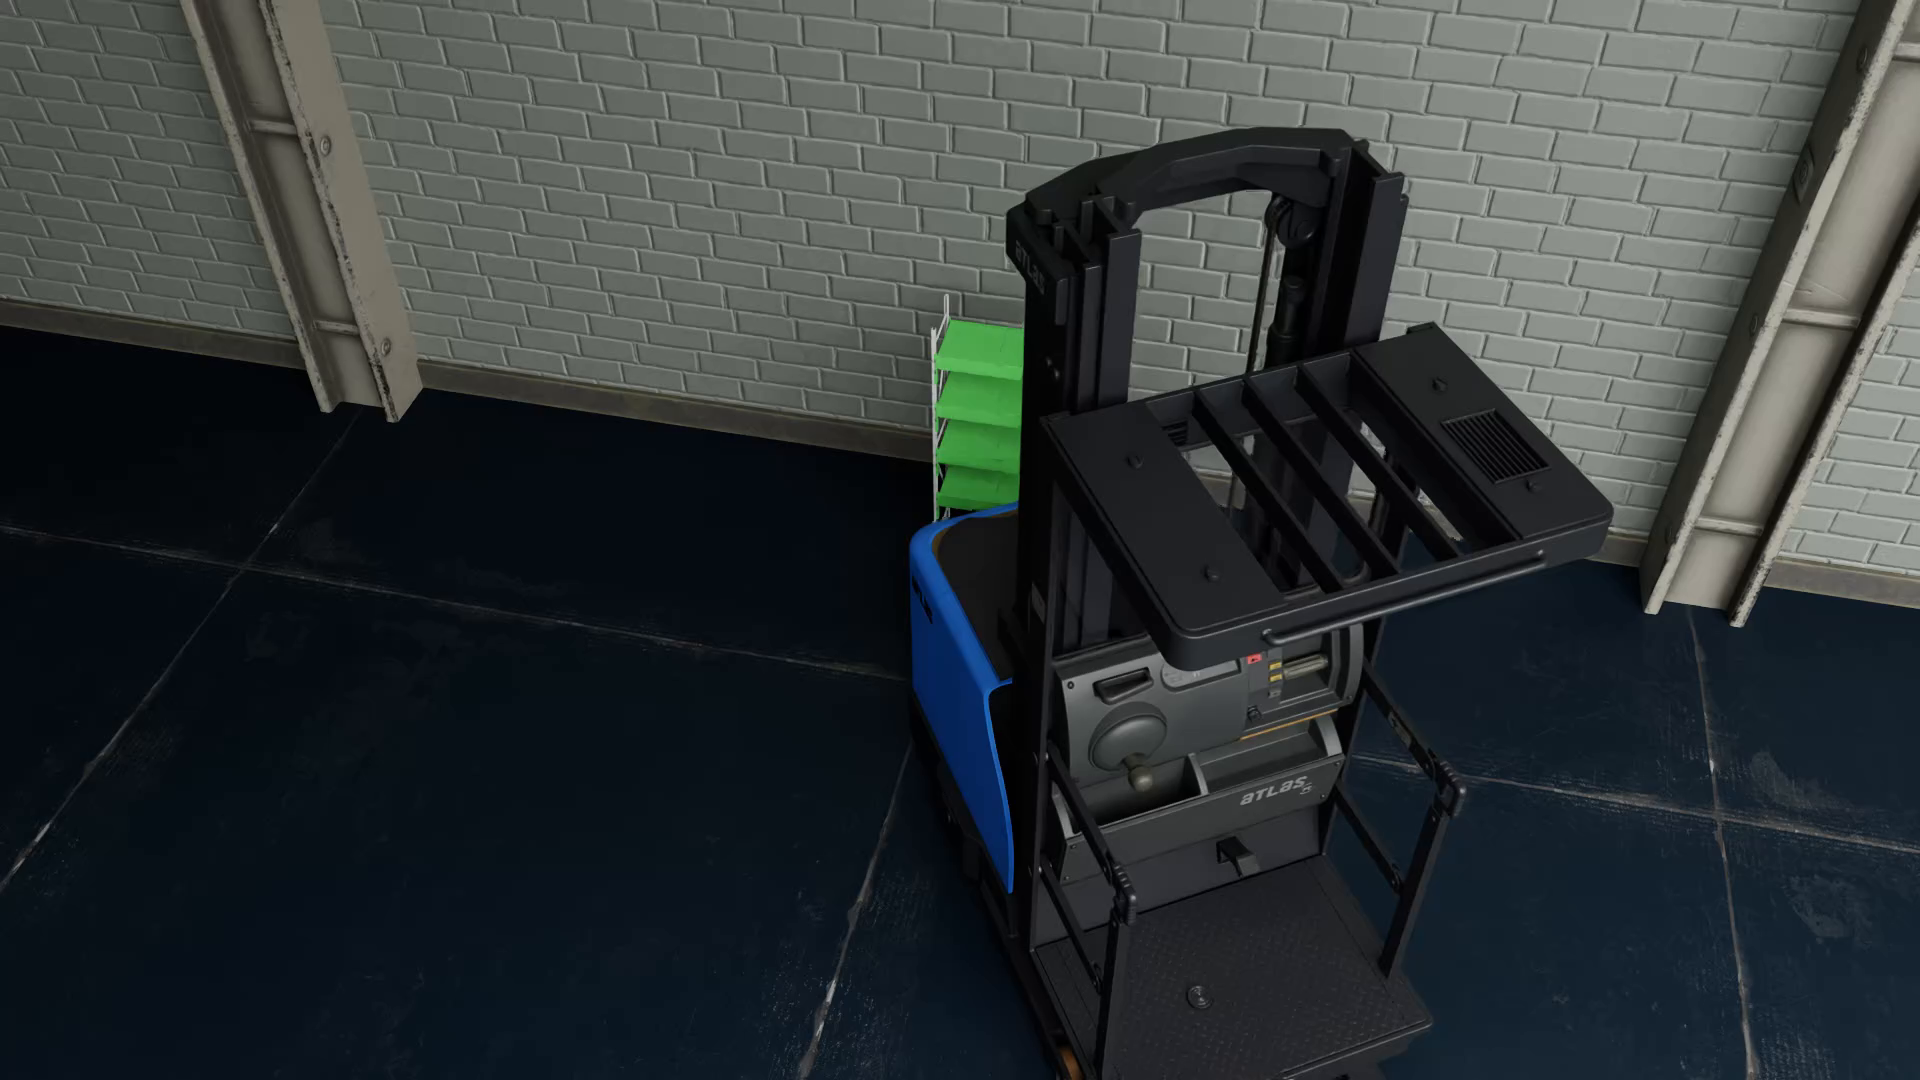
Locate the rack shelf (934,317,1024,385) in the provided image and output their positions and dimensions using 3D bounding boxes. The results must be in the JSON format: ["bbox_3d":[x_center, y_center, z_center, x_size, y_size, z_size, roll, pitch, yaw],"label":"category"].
[{"bbox_3d":[0.162,-0.707,6.479,0.480,0.148,0.258,9,45,9],"label":"rack shelf"}]

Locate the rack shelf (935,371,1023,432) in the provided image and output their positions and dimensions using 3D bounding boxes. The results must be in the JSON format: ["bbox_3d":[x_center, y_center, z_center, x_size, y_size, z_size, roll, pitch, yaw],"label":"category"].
[{"bbox_3d":[0.162,-0.534,6.646,0.480,0.148,0.258,9,45,9],"label":"rack shelf"}]

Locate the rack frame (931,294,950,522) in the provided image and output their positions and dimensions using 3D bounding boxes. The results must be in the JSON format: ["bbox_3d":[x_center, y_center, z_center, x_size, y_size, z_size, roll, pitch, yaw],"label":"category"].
[{"bbox_3d":[-0.077,-0.444,6.806,0.015,1.200,0.240,9,45,9],"label":"rack frame"}]

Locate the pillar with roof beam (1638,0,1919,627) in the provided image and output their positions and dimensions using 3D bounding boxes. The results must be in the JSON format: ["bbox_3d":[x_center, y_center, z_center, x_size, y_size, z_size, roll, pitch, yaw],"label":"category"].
[{"bbox_3d":[2.122,-0.103,0.828,0.400,9.000,9.100,9,45,9],"label":"pillar with roof beam"}]

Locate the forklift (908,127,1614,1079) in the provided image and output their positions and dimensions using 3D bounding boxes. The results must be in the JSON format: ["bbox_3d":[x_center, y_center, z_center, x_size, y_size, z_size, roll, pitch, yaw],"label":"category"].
[{"bbox_3d":[0.799,0.518,4.559,1.130,2.935,3.031,-15,46,-15],"label":"forklift"}]

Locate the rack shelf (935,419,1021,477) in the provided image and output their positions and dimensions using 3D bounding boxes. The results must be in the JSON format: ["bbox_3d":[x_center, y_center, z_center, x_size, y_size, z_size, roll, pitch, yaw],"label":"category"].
[{"bbox_3d":[0.162,-0.361,6.812,0.480,0.148,0.258,9,45,9],"label":"rack shelf"}]

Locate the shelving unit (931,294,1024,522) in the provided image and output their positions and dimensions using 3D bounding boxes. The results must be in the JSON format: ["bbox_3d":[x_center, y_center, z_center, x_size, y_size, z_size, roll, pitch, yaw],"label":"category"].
[{"bbox_3d":[0.162,-0.407,6.768,0.503,1.200,0.258,9,45,9],"label":"shelving unit"}]

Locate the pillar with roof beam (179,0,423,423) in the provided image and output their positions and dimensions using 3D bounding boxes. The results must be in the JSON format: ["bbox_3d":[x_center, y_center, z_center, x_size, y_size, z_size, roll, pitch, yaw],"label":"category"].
[{"bbox_3d":[-3.734,-1.011,1.772,0.400,9.000,9.100,9,45,9],"label":"pillar with roof beam"}]

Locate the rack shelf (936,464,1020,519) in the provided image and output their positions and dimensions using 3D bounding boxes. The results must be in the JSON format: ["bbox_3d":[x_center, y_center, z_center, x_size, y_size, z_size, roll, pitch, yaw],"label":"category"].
[{"bbox_3d":[0.162,-0.188,6.979,0.480,0.148,0.258,9,45,9],"label":"rack shelf"}]
